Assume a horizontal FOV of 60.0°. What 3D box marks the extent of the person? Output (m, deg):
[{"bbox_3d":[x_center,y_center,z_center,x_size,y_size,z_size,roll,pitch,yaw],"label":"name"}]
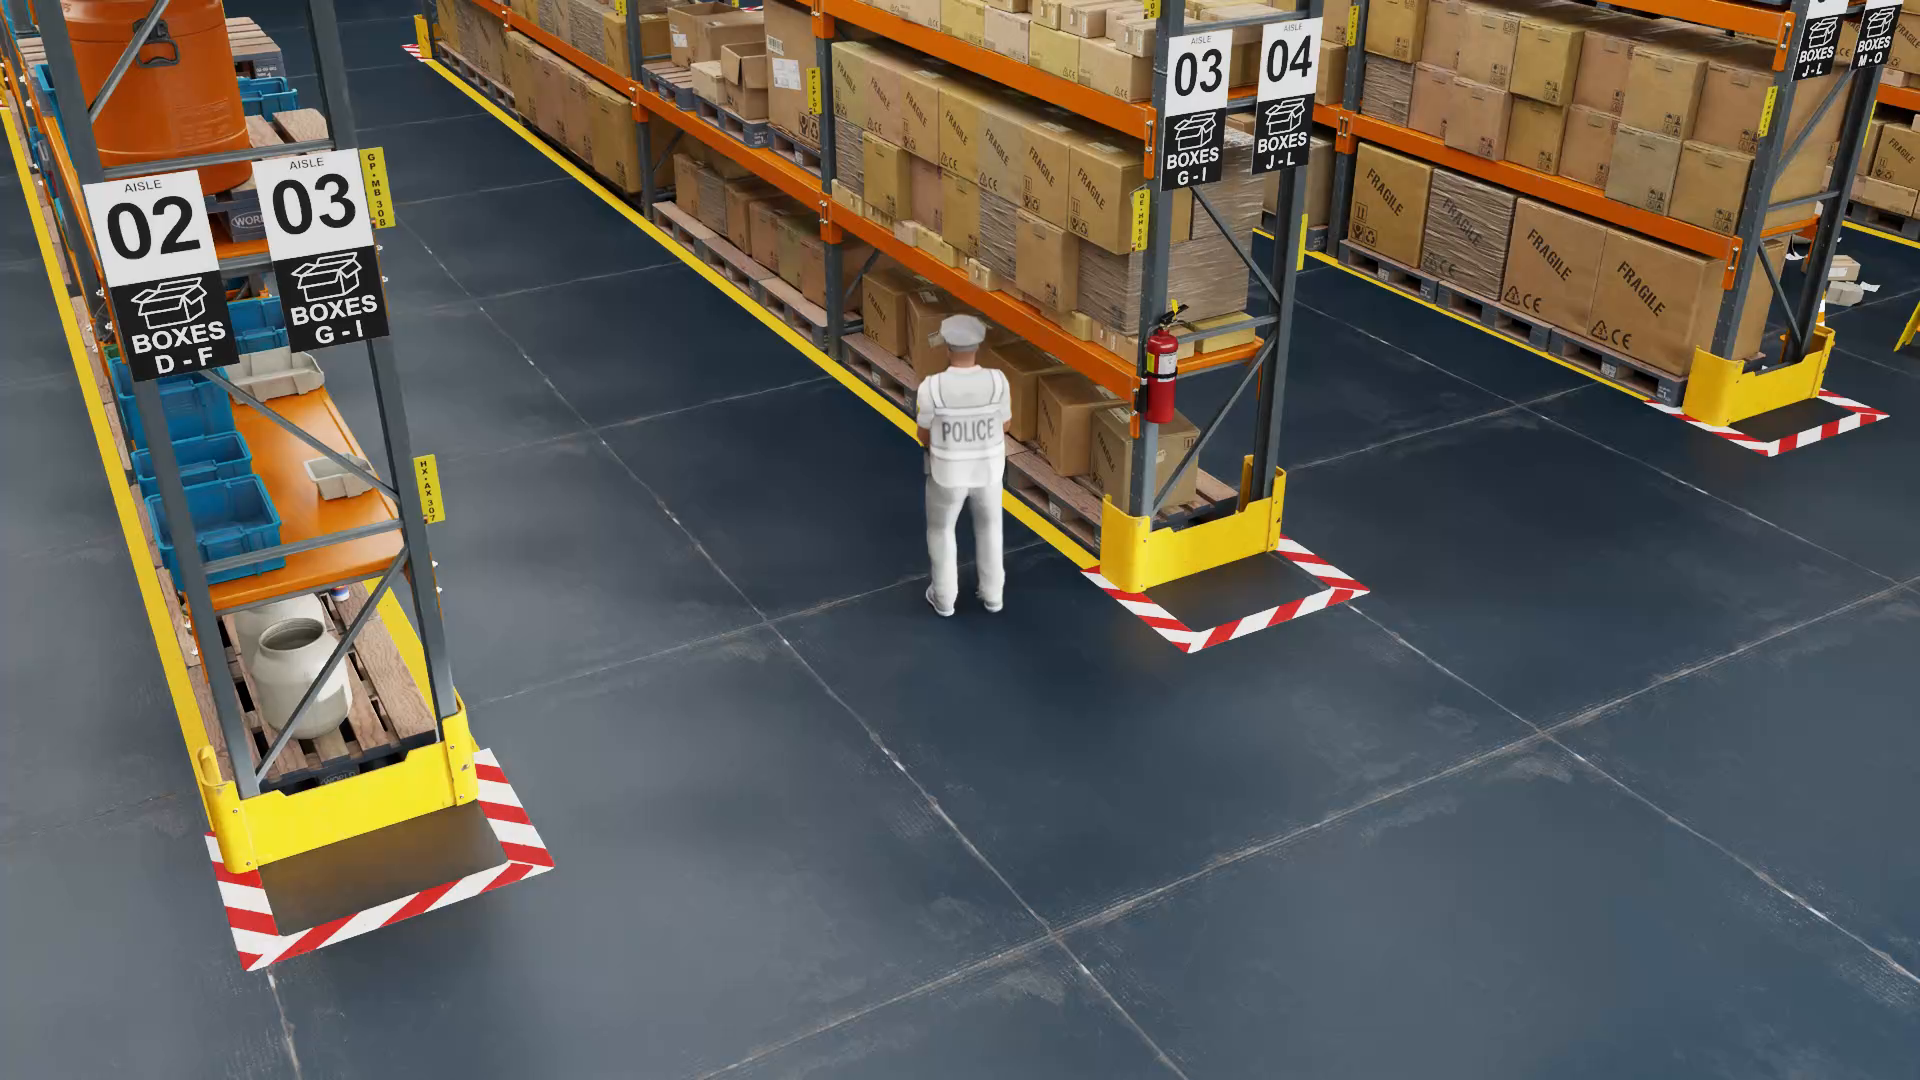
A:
[{"bbox_3d":[0.010,-0.422,9.298,0.527,1.773,0.525,-5,29,-9],"label":"person"}]
